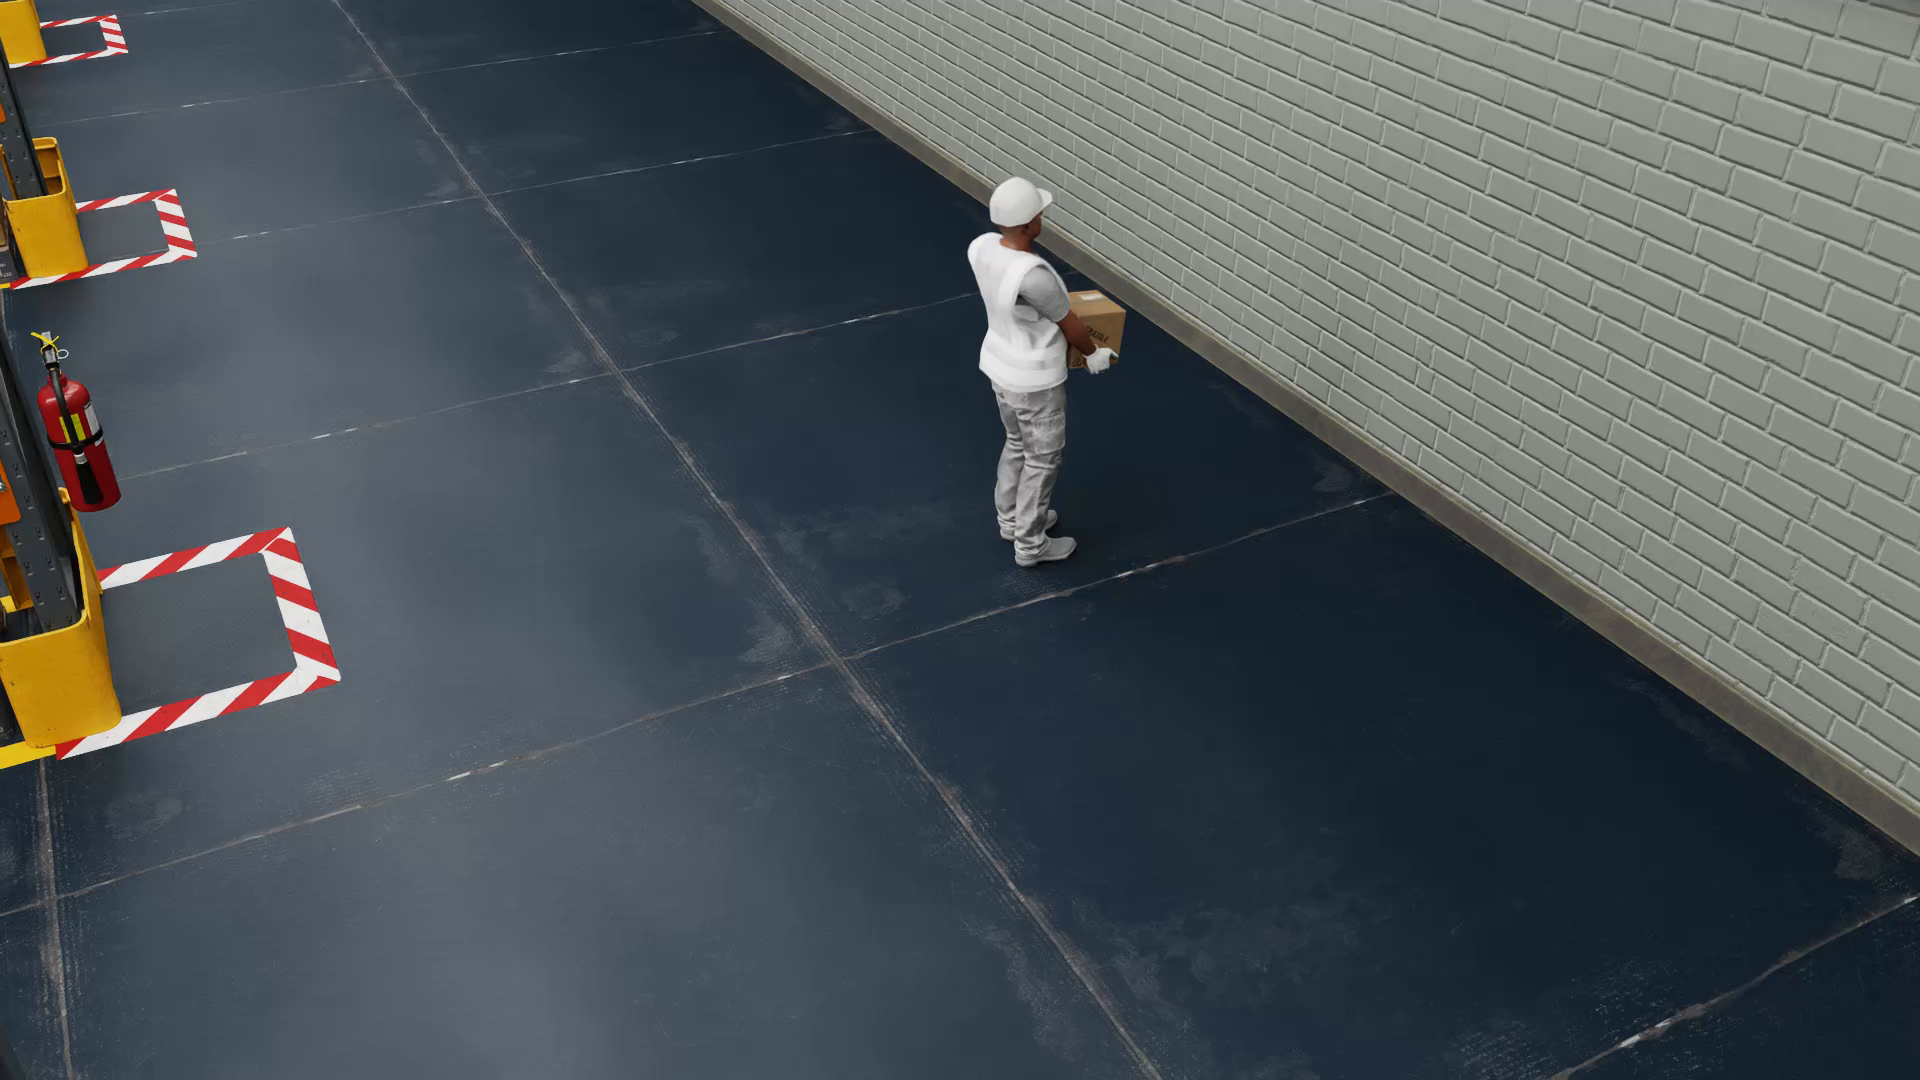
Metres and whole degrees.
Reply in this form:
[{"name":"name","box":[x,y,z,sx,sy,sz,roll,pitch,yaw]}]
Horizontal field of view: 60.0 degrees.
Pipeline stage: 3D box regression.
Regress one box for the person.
[{"name":"person","box":[0.369,-0.753,7.296,0.573,1.778,0.488,-15,36,-22]}]
